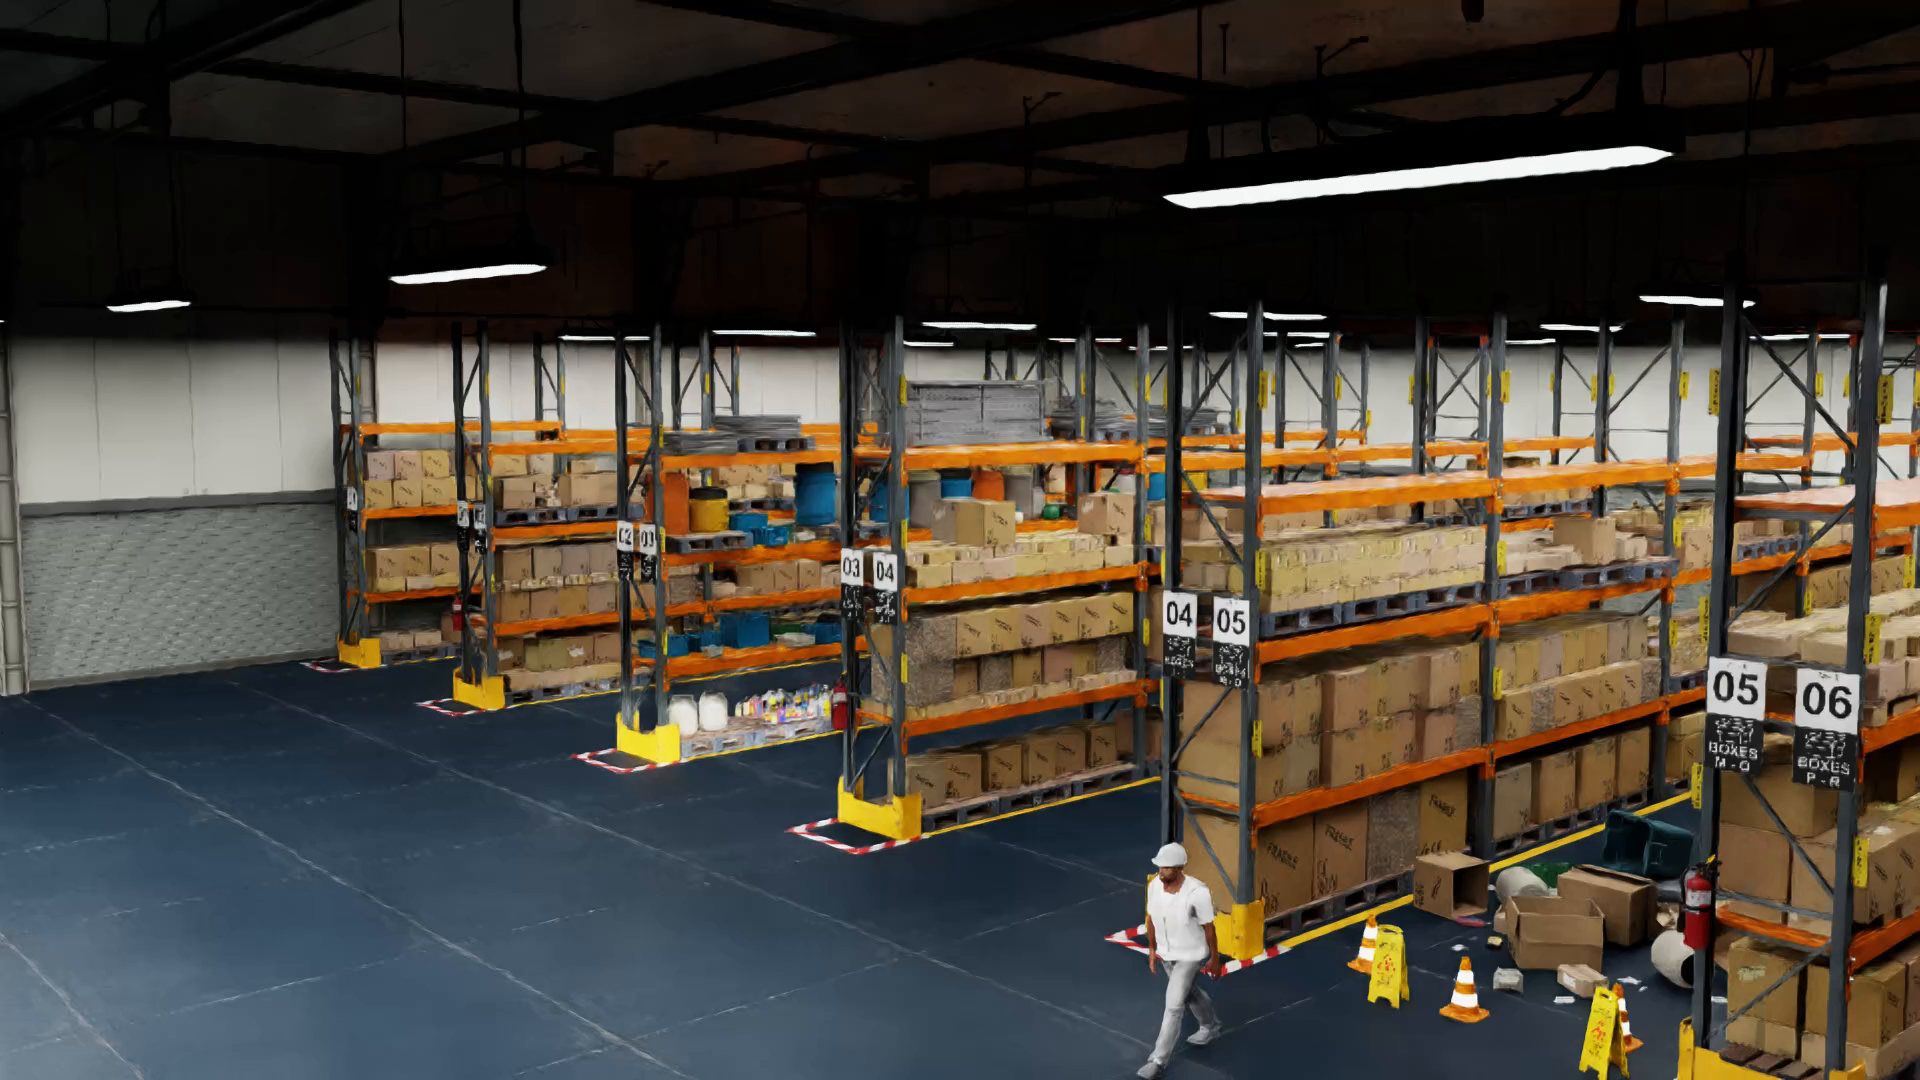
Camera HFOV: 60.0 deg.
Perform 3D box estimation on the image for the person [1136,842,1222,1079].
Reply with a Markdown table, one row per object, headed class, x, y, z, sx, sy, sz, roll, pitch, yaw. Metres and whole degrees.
| class | x | y | z | sx | sy | sz | roll | pitch | yaw |
| --- | --- | --- | --- | --- | --- | --- | --- | --- | --- |
| person | 1.609 | 3.085 | 12.458 | 1.121 | 1.691 | 0.577 | -5 | 7 | -39 |
